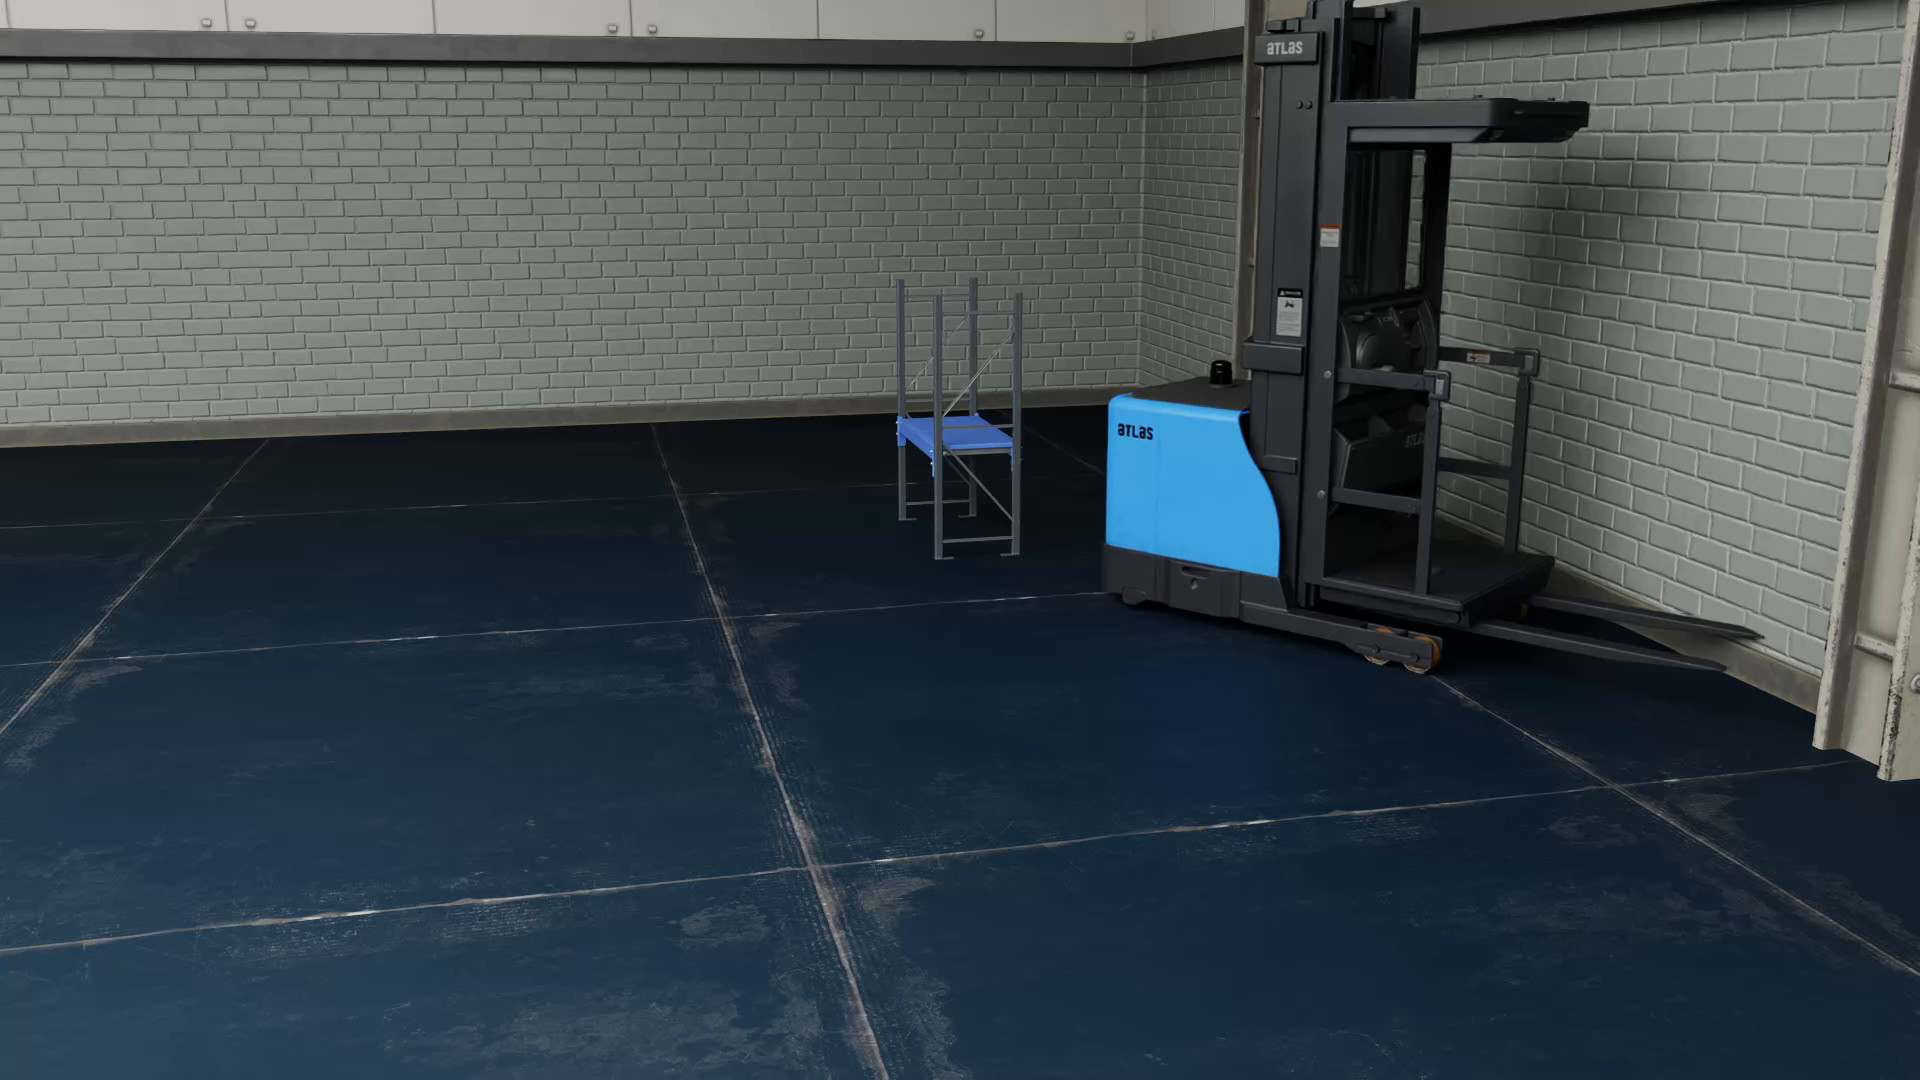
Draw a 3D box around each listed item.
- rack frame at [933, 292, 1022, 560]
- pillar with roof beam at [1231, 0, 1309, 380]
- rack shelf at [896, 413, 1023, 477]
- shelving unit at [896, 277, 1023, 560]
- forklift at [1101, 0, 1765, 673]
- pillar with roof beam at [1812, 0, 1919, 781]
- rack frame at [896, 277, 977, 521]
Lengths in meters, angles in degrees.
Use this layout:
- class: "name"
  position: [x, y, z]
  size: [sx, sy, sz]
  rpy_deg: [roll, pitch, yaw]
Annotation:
- class: "rack frame"
  position: [0.099, -0.631, 9.350]
  size: [0.500, 1.500, 0.032]
  rpy_deg: [-3, 14, -13]
- class: "pillar with roof beam"
  position: [-2.019, -4.666, 10.064]
  size: [9.100, 9.000, 0.400]
  rpy_deg: [-3, 14, -13]
- class: "rack shelf"
  position: [-0.020, -0.574, 9.872]
  size: [0.538, 0.185, 1.000]
  rpy_deg: [-3, 14, -13]
- class: "shelving unit"
  position: [-0.020, -0.748, 9.830]
  size: [0.538, 1.500, 1.048]
  rpy_deg: [-3, 14, -13]
- class: "forklift"
  position: [2.183, -0.966, 7.704]
  size: [3.031, 2.935, 1.130]
  rpy_deg: [11, 18, 39]
- class: "pillar with roof beam"
  position: [-0.610, -3.282, 4.398]
  size: [9.100, 9.000, 0.400]
  rpy_deg: [-3, 14, -13]
- class: "rack frame"
  position: [-0.139, -0.866, 10.310]
  size: [0.500, 1.500, 0.032]
  rpy_deg: [-3, 14, -13]
